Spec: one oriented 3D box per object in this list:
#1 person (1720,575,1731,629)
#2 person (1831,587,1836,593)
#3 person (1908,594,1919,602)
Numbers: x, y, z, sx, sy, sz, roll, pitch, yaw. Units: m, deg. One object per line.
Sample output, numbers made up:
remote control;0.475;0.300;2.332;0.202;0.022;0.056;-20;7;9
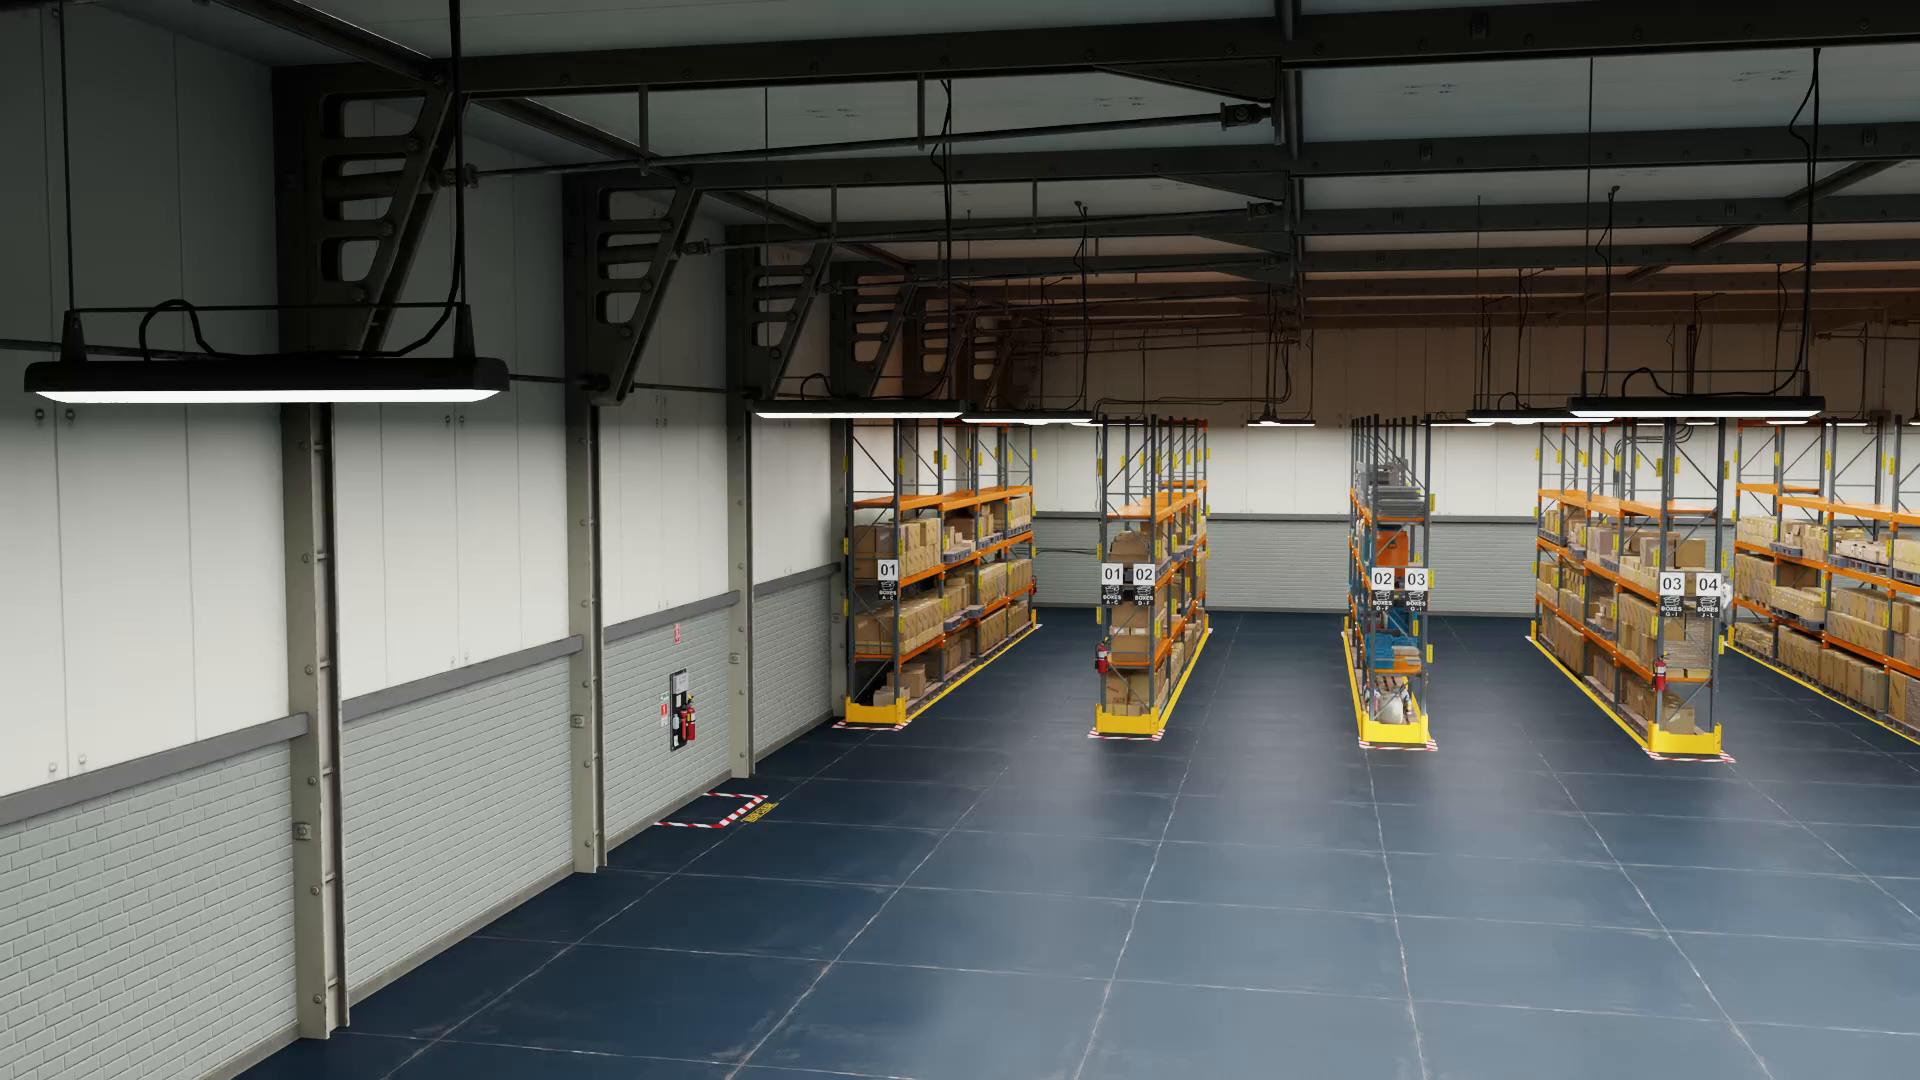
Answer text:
person;21.448;1.784;46.786;0.470;1.636;0.941;3;5;39
person;22.158;2.050;42.370;0.572;1.731;0.500;-4;5;-44
person;26.609;1.745;46.272;0.491;1.808;0.571;-1;4;-9
